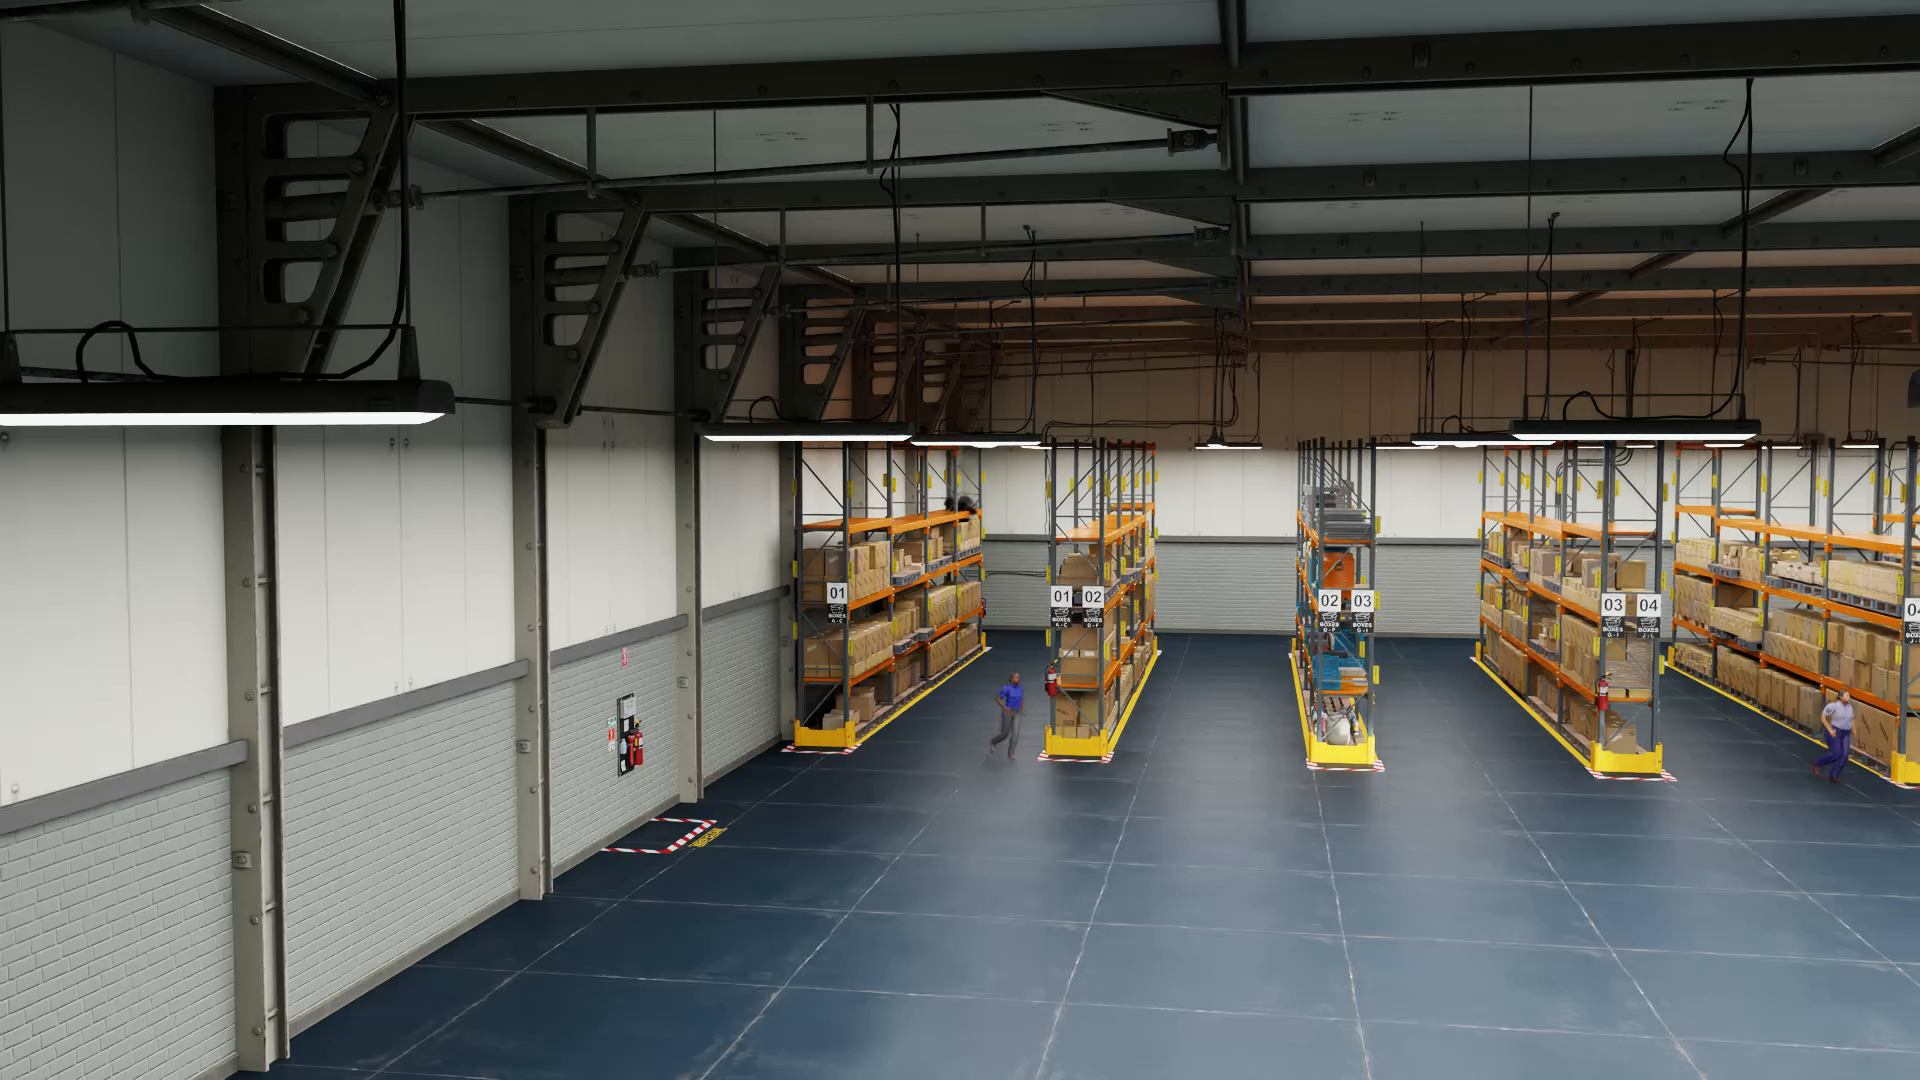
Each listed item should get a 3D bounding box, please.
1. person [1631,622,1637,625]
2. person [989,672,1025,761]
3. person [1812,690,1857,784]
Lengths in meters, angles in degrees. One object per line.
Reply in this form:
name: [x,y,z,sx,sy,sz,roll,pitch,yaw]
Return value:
person: [17.654,2.483,43.423,0.721,1.679,0.741,1,3,17]
person: [0.981,3.277,31.073,0.640,1.596,0.836,-2,3,-30]
person: [15.287,3.404,28.978,0.674,1.591,0.545,-1,3,-17]
